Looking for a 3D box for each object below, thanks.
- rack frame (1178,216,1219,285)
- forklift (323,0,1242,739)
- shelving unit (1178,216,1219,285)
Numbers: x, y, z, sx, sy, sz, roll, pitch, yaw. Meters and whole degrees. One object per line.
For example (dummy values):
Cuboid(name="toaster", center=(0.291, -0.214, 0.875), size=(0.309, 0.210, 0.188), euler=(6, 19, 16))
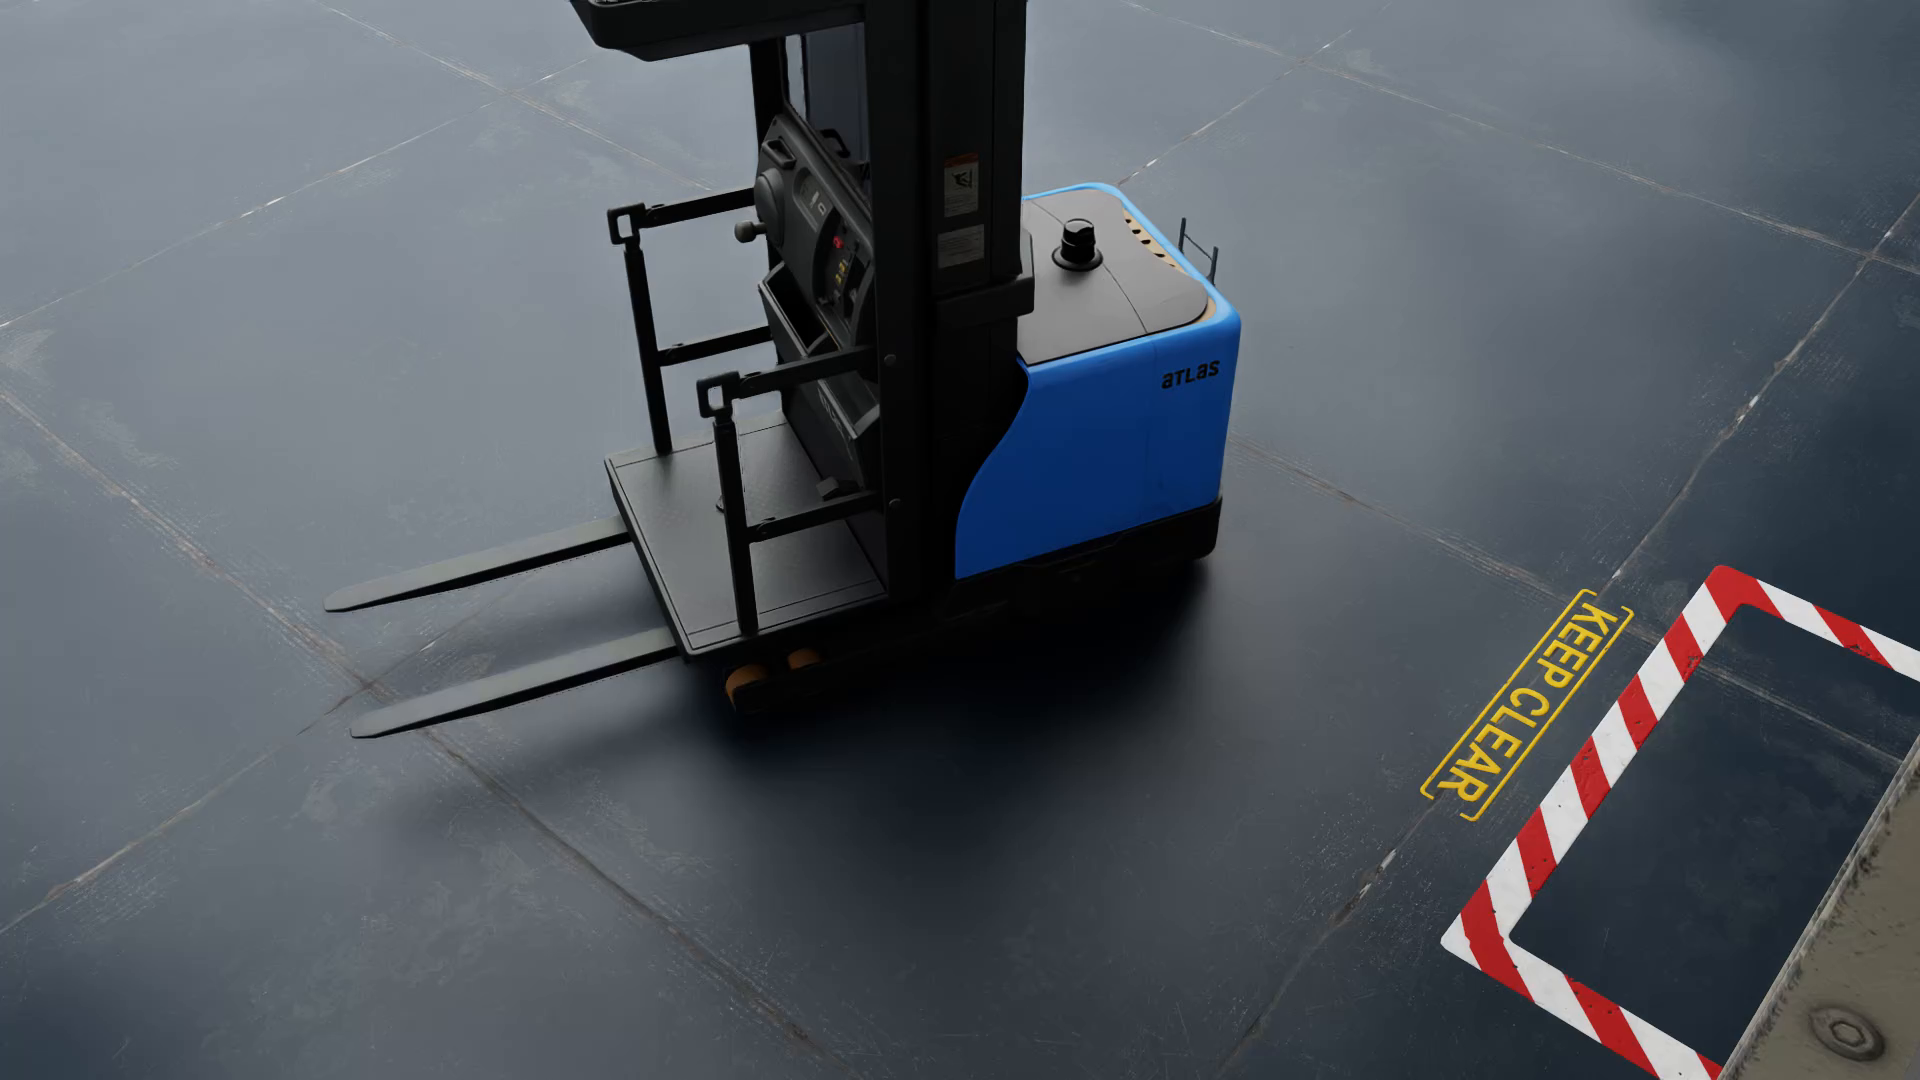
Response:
Cuboid(name="rack frame", center=(0.867, -0.787, 6.368), size=(0.006, 0.900, 0.240), euler=(-17, 45, -20))
Cuboid(name="forklift", center=(-0.631, -0.914, 4.998), size=(3.031, 2.935, 1.130), euler=(-16, 45, -17))
Cuboid(name="shelving unit", center=(0.775, -0.759, 6.333), size=(0.210, 0.900, 0.258), euler=(-17, 45, -20))
